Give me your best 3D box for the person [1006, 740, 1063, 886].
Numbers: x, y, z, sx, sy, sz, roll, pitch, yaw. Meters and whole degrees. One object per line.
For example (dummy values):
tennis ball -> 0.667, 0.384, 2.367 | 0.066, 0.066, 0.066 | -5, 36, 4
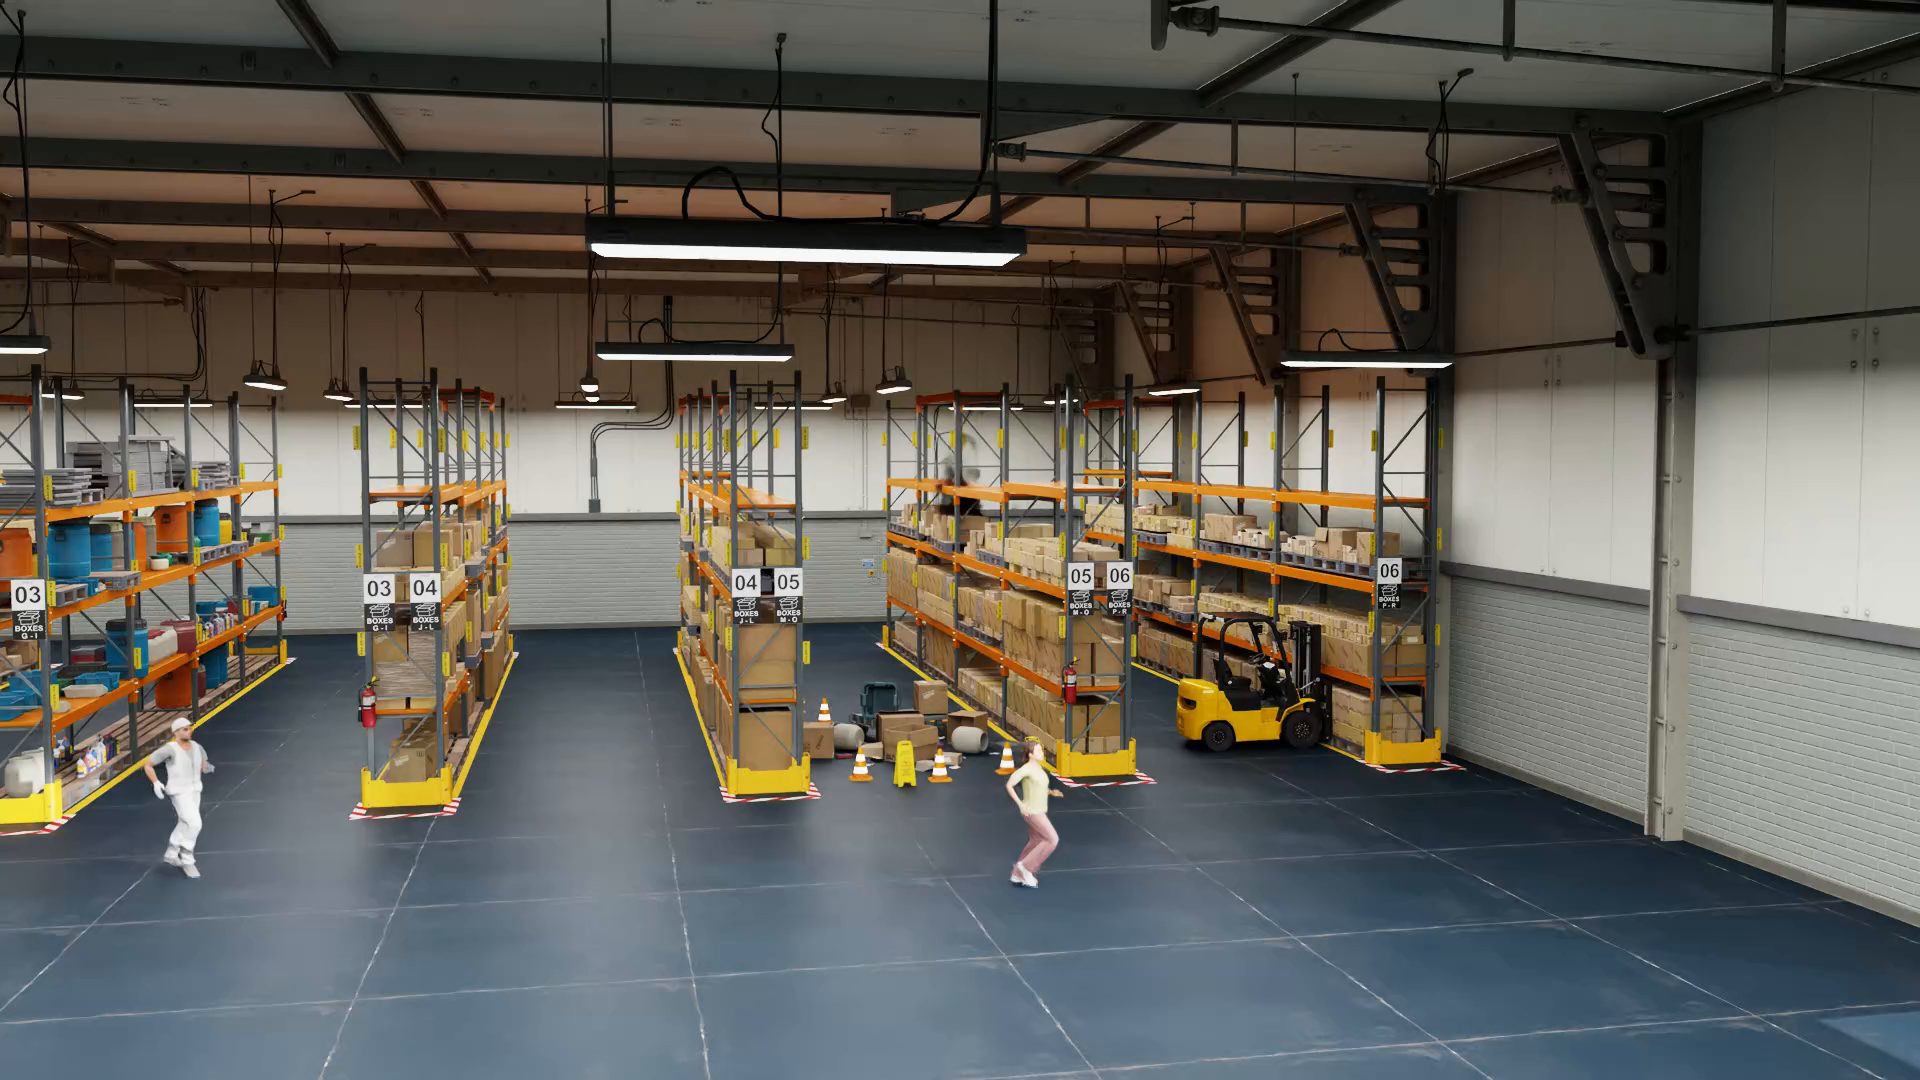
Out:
person -> 0.854, 3.057, 18.606 | 0.614, 1.633, 0.556 | 1, 4, 21

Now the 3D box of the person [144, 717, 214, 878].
person -> -8.946, 2.966, 19.196 | 0.761, 1.835, 0.647 | 1, 4, 18
